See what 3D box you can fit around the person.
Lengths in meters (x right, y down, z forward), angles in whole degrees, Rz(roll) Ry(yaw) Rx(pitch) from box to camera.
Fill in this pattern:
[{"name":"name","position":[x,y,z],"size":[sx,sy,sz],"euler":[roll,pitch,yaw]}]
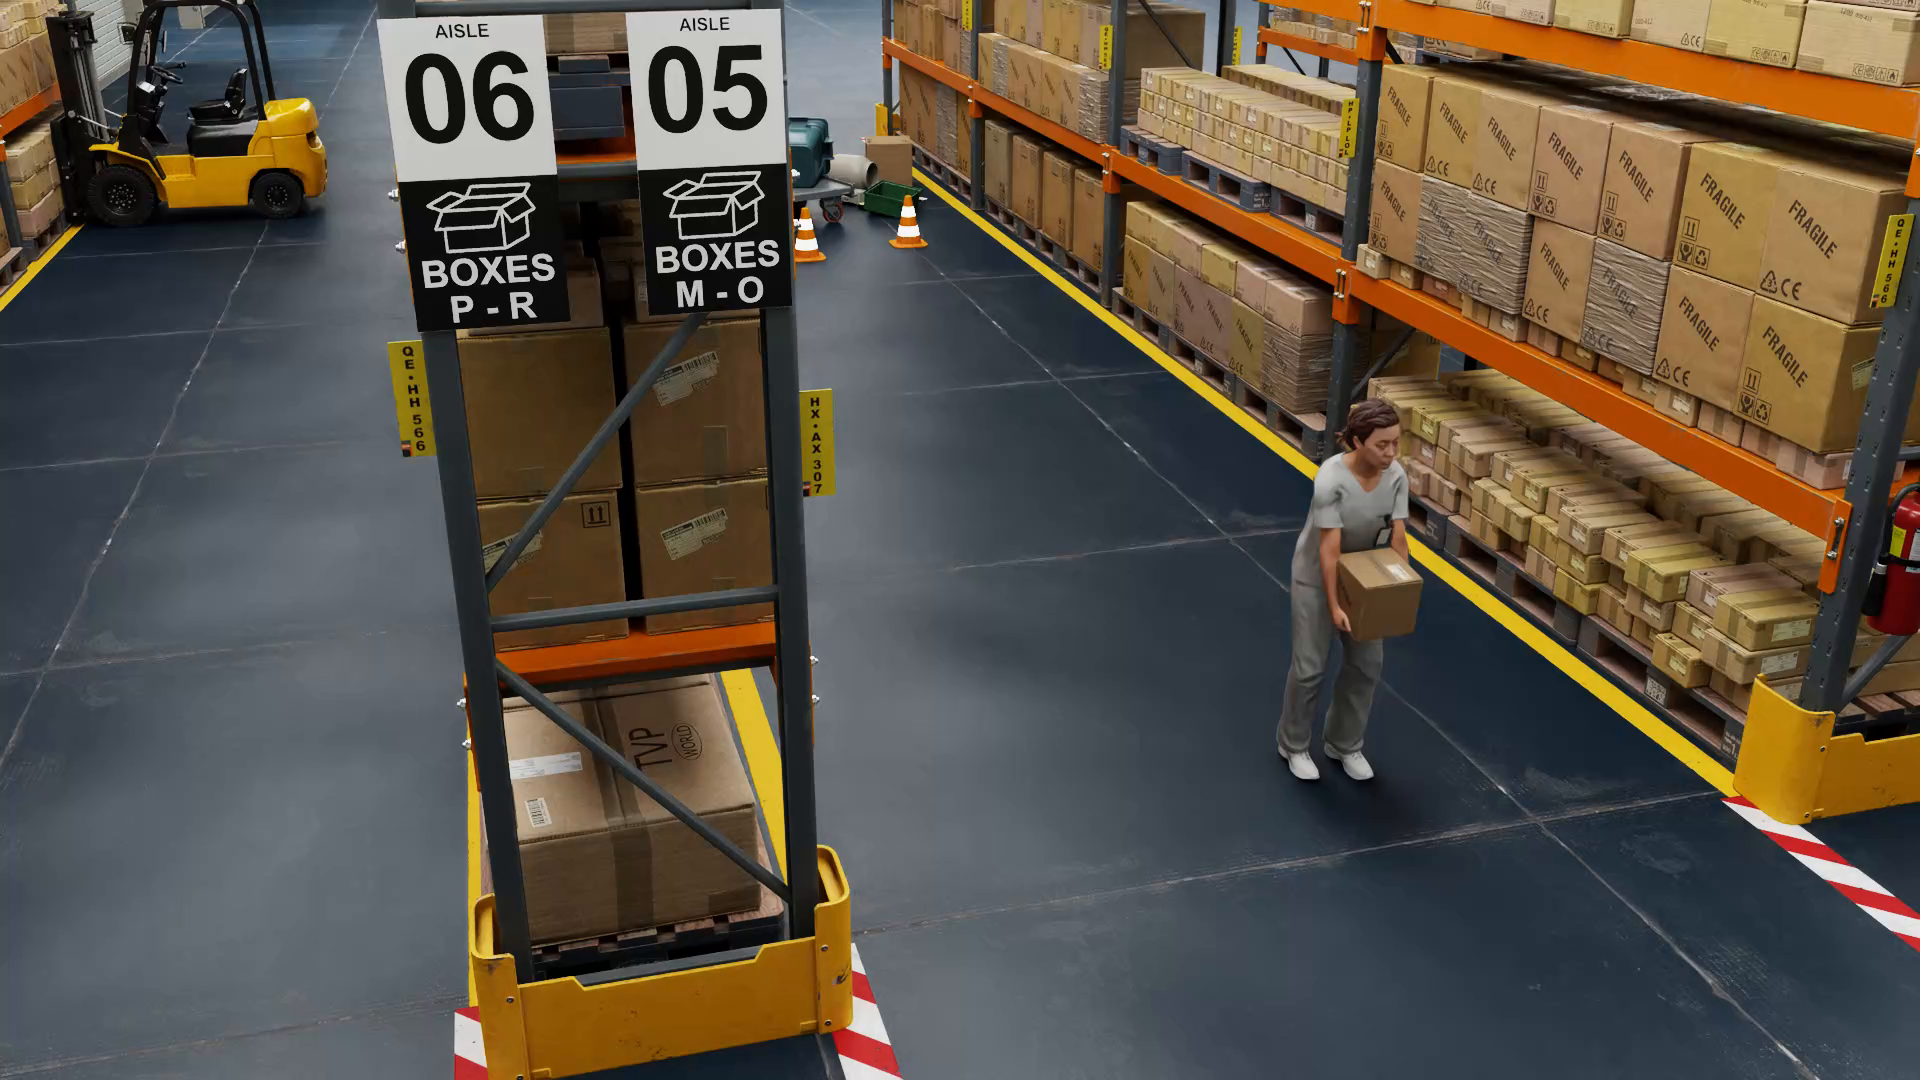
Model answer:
[{"name":"person","position":[1.562,0.211,6.648],"size":[0.410,1.645,0.529],"euler":[-7,24,-15]}]
